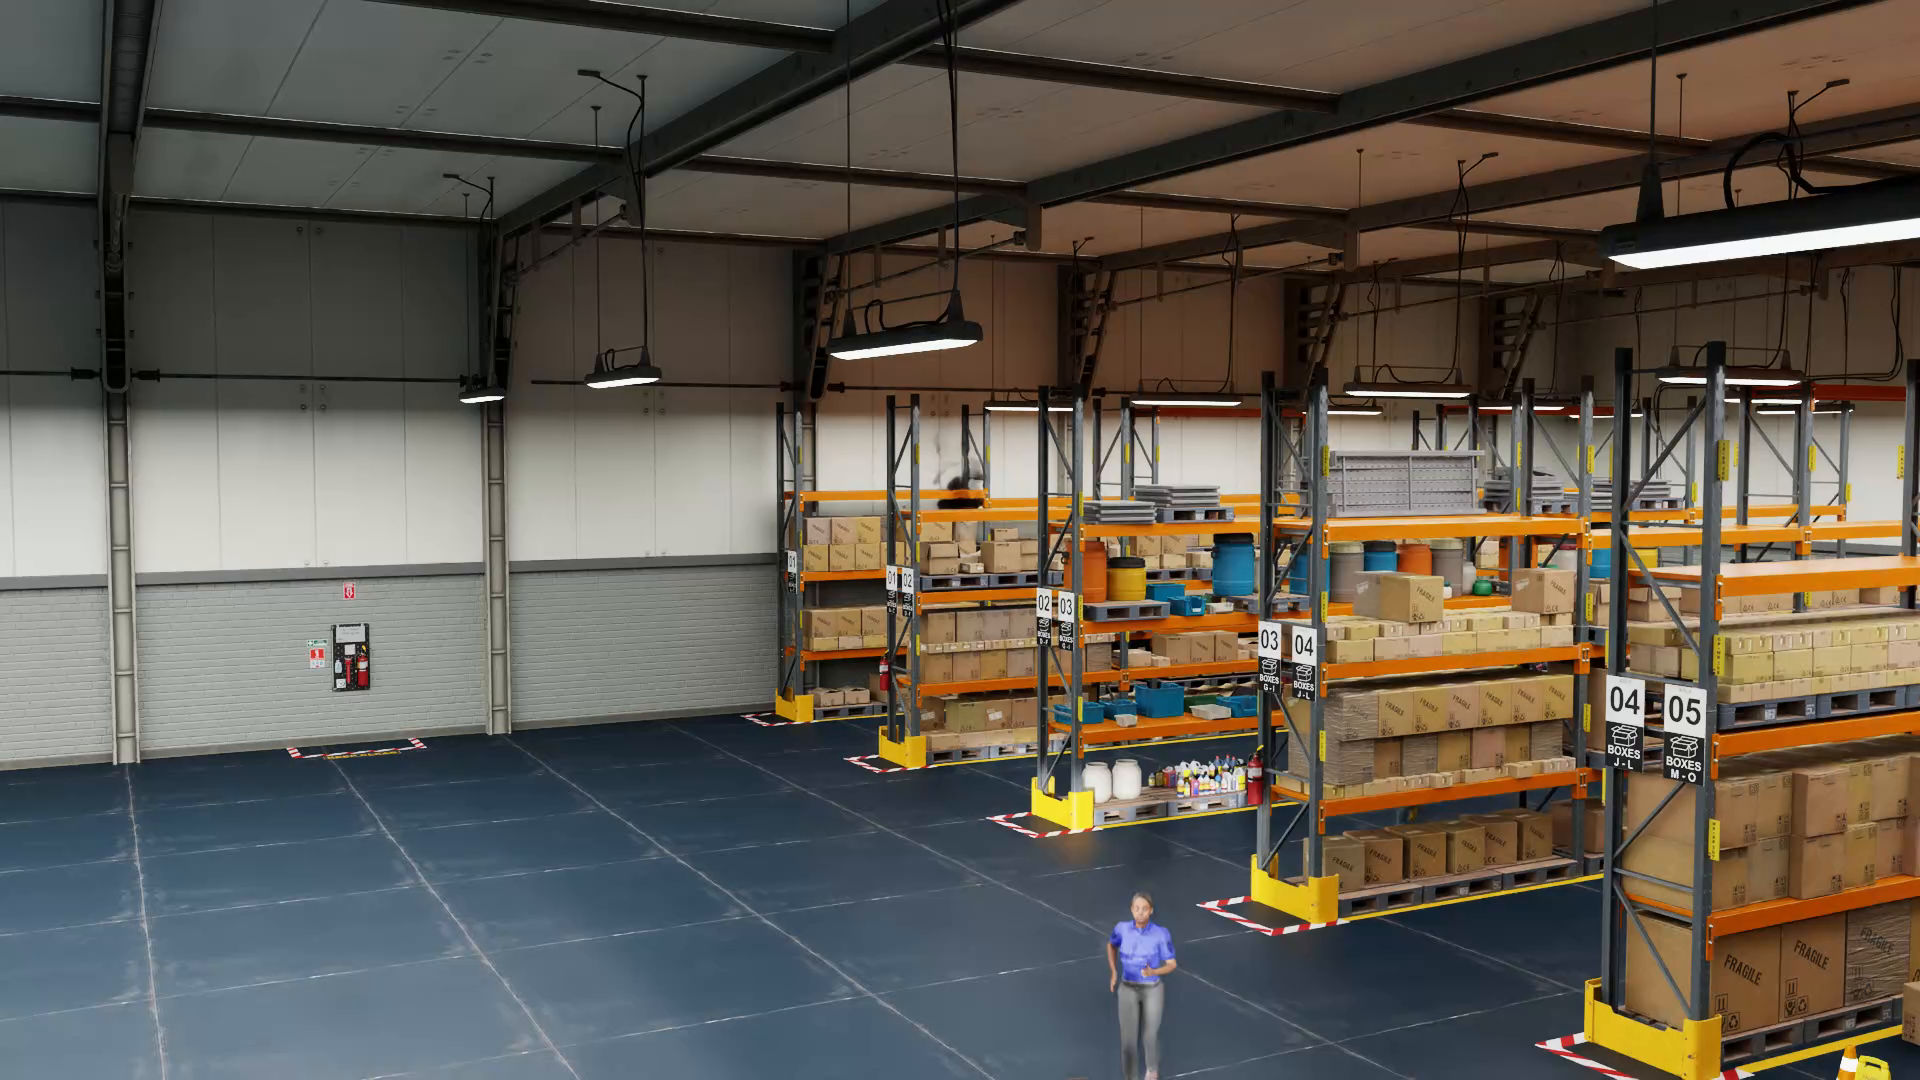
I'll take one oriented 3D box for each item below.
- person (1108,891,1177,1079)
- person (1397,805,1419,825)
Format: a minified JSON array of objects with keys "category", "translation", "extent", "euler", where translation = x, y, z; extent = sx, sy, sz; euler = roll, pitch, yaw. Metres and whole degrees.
[{"category":"person","translation":[1.421,3.529,13.047],"extent":[0.566,1.562,0.713],"euler":[1,3,11]},{"category":"person","translation":[5.934,3.183,22.055],"extent":[0.758,1.483,0.677],"euler":[-3,4,-42]}]
